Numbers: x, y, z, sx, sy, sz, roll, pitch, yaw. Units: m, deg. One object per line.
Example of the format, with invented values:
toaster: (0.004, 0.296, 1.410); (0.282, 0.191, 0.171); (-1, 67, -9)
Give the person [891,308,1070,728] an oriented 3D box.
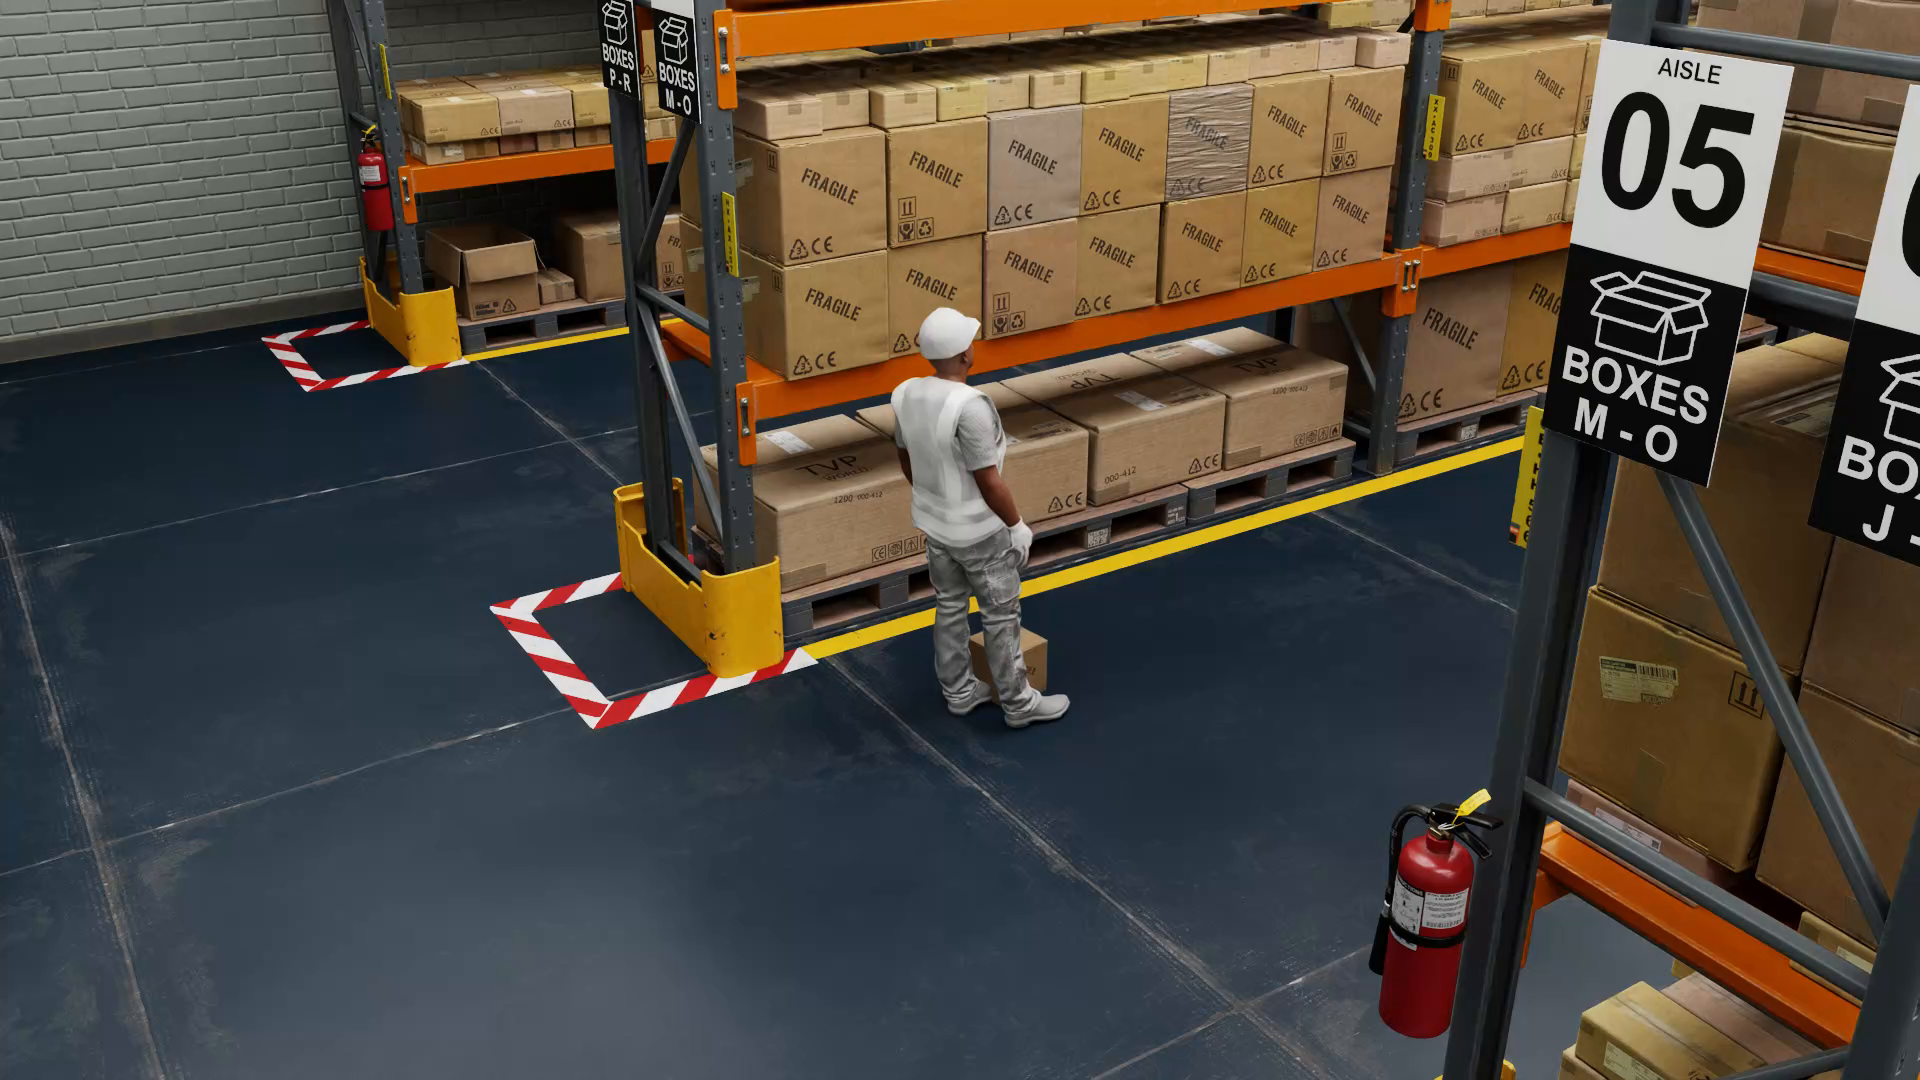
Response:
person: (0.073, -0.097, 6.772); (0.576, 1.782, 0.655); (-20, 31, -36)
